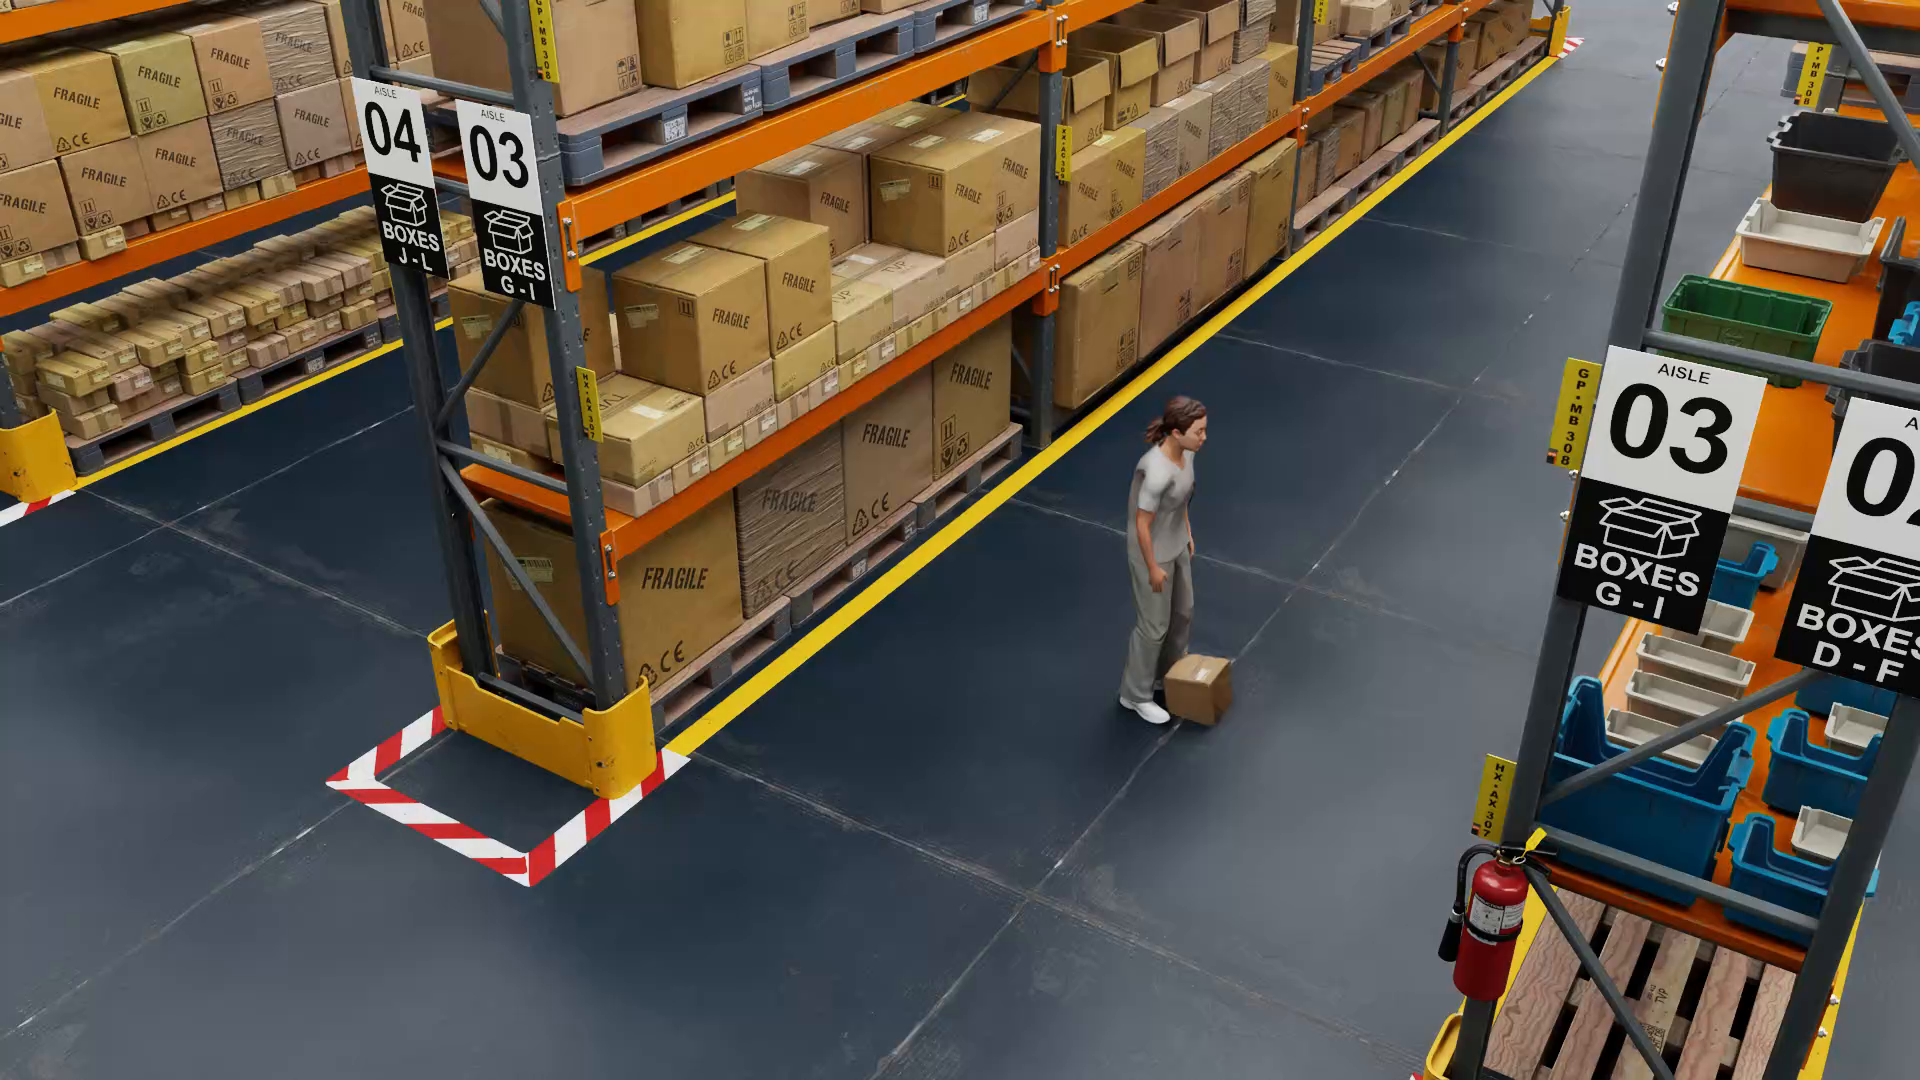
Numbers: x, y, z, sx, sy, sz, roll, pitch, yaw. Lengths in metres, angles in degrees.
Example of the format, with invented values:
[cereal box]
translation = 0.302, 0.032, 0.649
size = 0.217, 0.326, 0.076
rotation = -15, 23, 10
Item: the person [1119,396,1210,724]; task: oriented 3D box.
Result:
[person]
translation = 1.019, 0.074, 8.062
size = 0.404, 1.669, 0.491
rotation = 18, 35, 27
